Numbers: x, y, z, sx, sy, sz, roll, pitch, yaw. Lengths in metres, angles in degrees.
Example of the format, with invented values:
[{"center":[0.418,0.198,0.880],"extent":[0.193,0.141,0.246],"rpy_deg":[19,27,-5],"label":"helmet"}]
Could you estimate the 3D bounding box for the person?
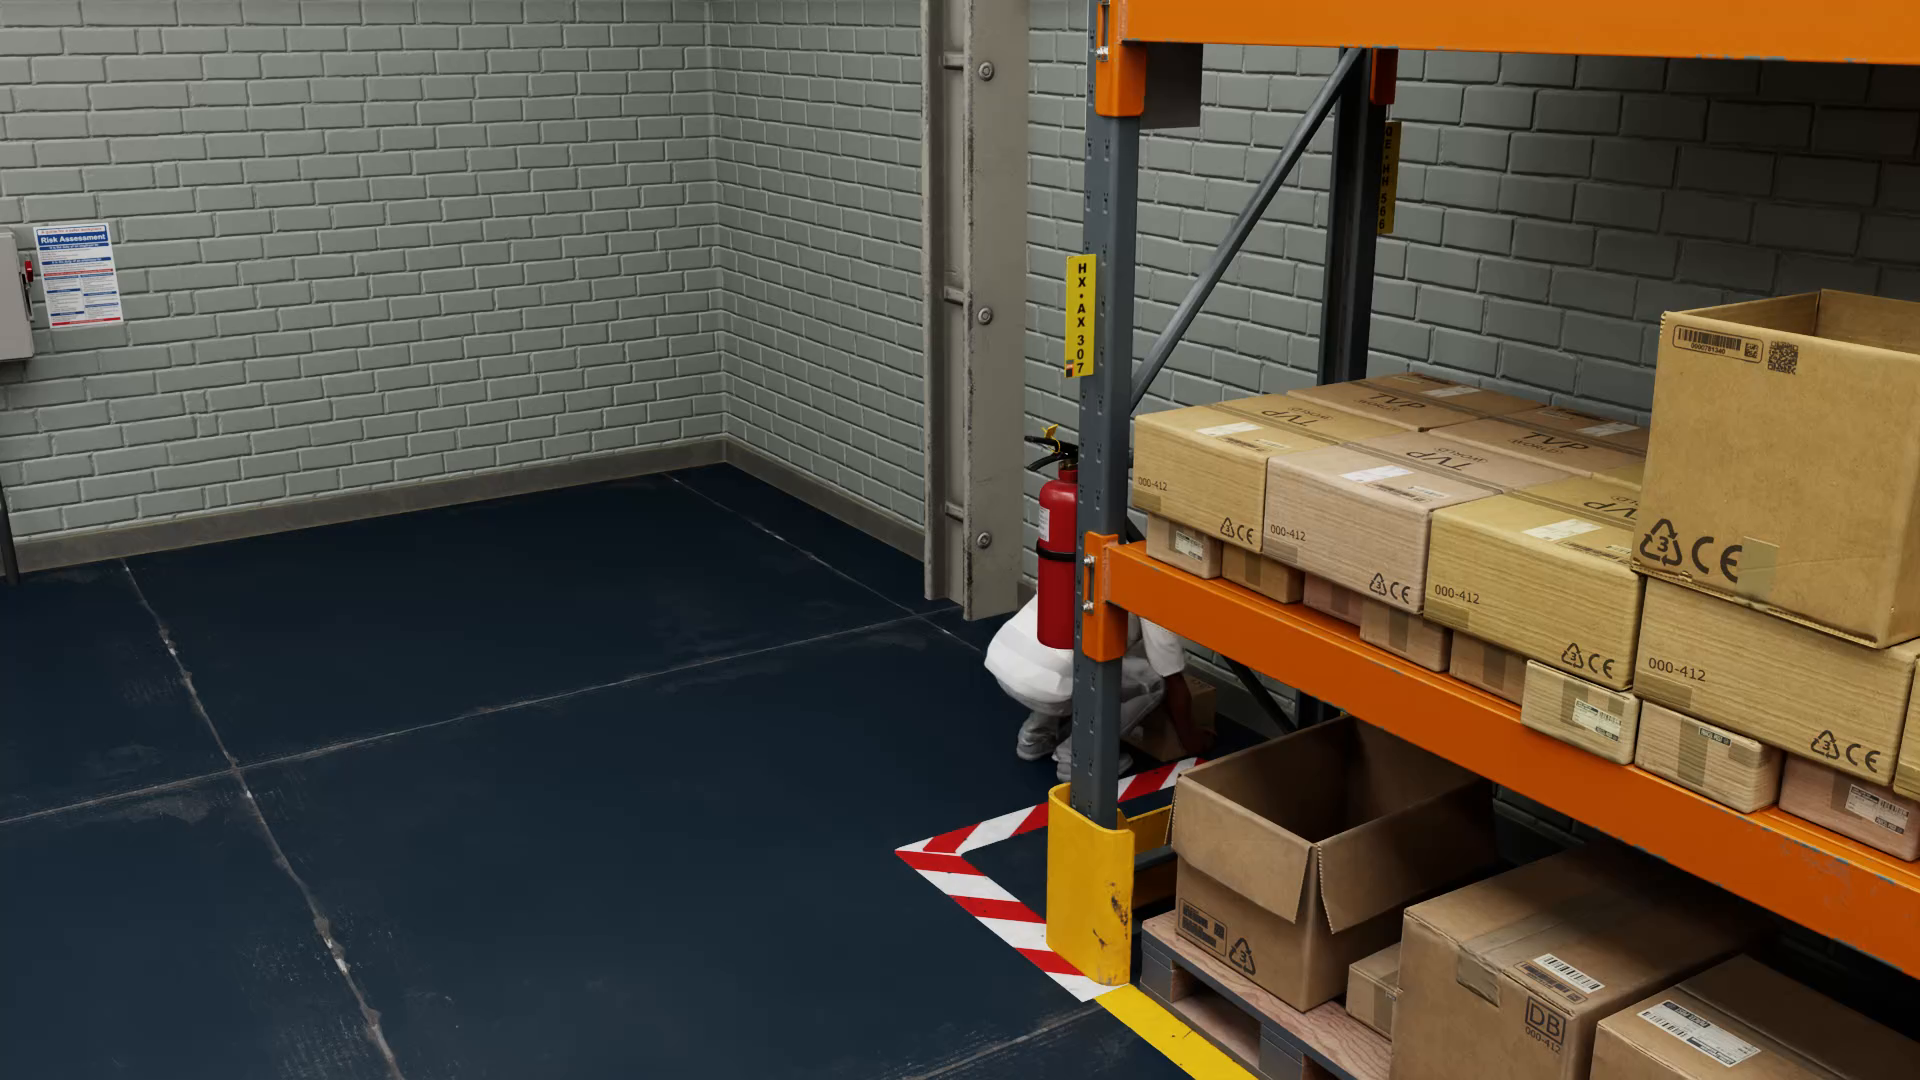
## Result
[{"center":[0.525,0.443,6.225],"extent":[0.845,0.869,0.525],"rpy_deg":[-8,20,-24],"label":"person"}]
